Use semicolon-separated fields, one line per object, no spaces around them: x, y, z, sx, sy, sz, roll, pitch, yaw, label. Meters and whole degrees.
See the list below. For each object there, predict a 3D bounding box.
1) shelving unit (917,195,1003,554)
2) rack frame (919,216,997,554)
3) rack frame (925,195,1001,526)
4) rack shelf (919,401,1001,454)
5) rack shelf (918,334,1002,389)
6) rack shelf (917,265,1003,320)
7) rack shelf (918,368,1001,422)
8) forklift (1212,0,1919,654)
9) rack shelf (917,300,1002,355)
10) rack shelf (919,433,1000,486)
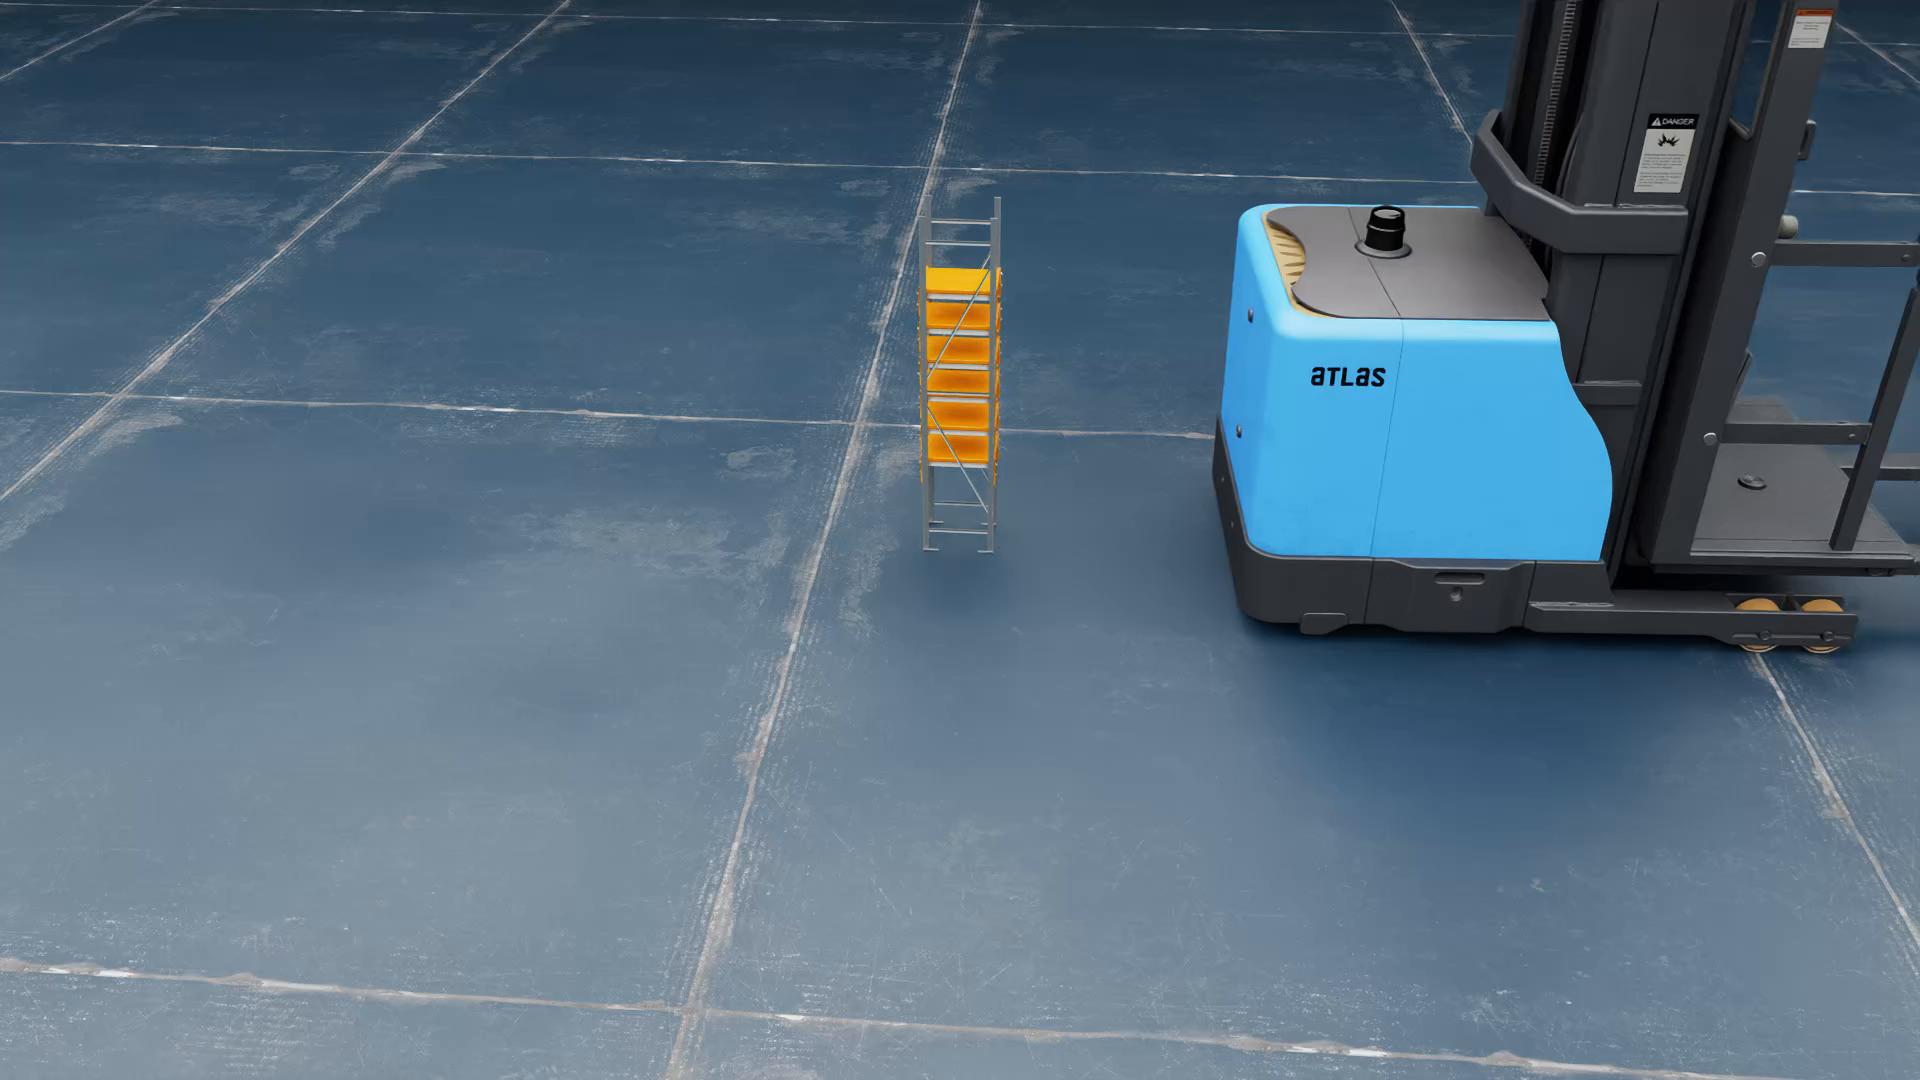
0.001;-0.518;5.447;0.258;1.200;0.189;2;32;4;shelving unit
-0.006;-0.471;5.370;0.240;1.200;0.006;2;32;4;rack frame
0.009;-0.566;5.525;0.240;1.200;0.006;2;32;4;rack frame
0.001;-0.378;5.534;0.258;0.103;0.180;2;32;4;rack shelf
0.001;-0.583;5.408;0.258;0.103;0.180;2;32;4;rack shelf
0.001;-0.787;5.282;0.258;0.103;0.180;2;32;4;rack shelf
0.001;-0.481;5.471;0.258;0.103;0.180;2;32;4;rack shelf
2.411;-1.180;4.871;3.031;2.935;1.130;1;32;1;forklift
0.001;-0.685;5.345;0.258;0.103;0.180;2;32;4;rack shelf
0.001;-0.276;5.597;0.258;0.103;0.180;2;32;4;rack shelf
